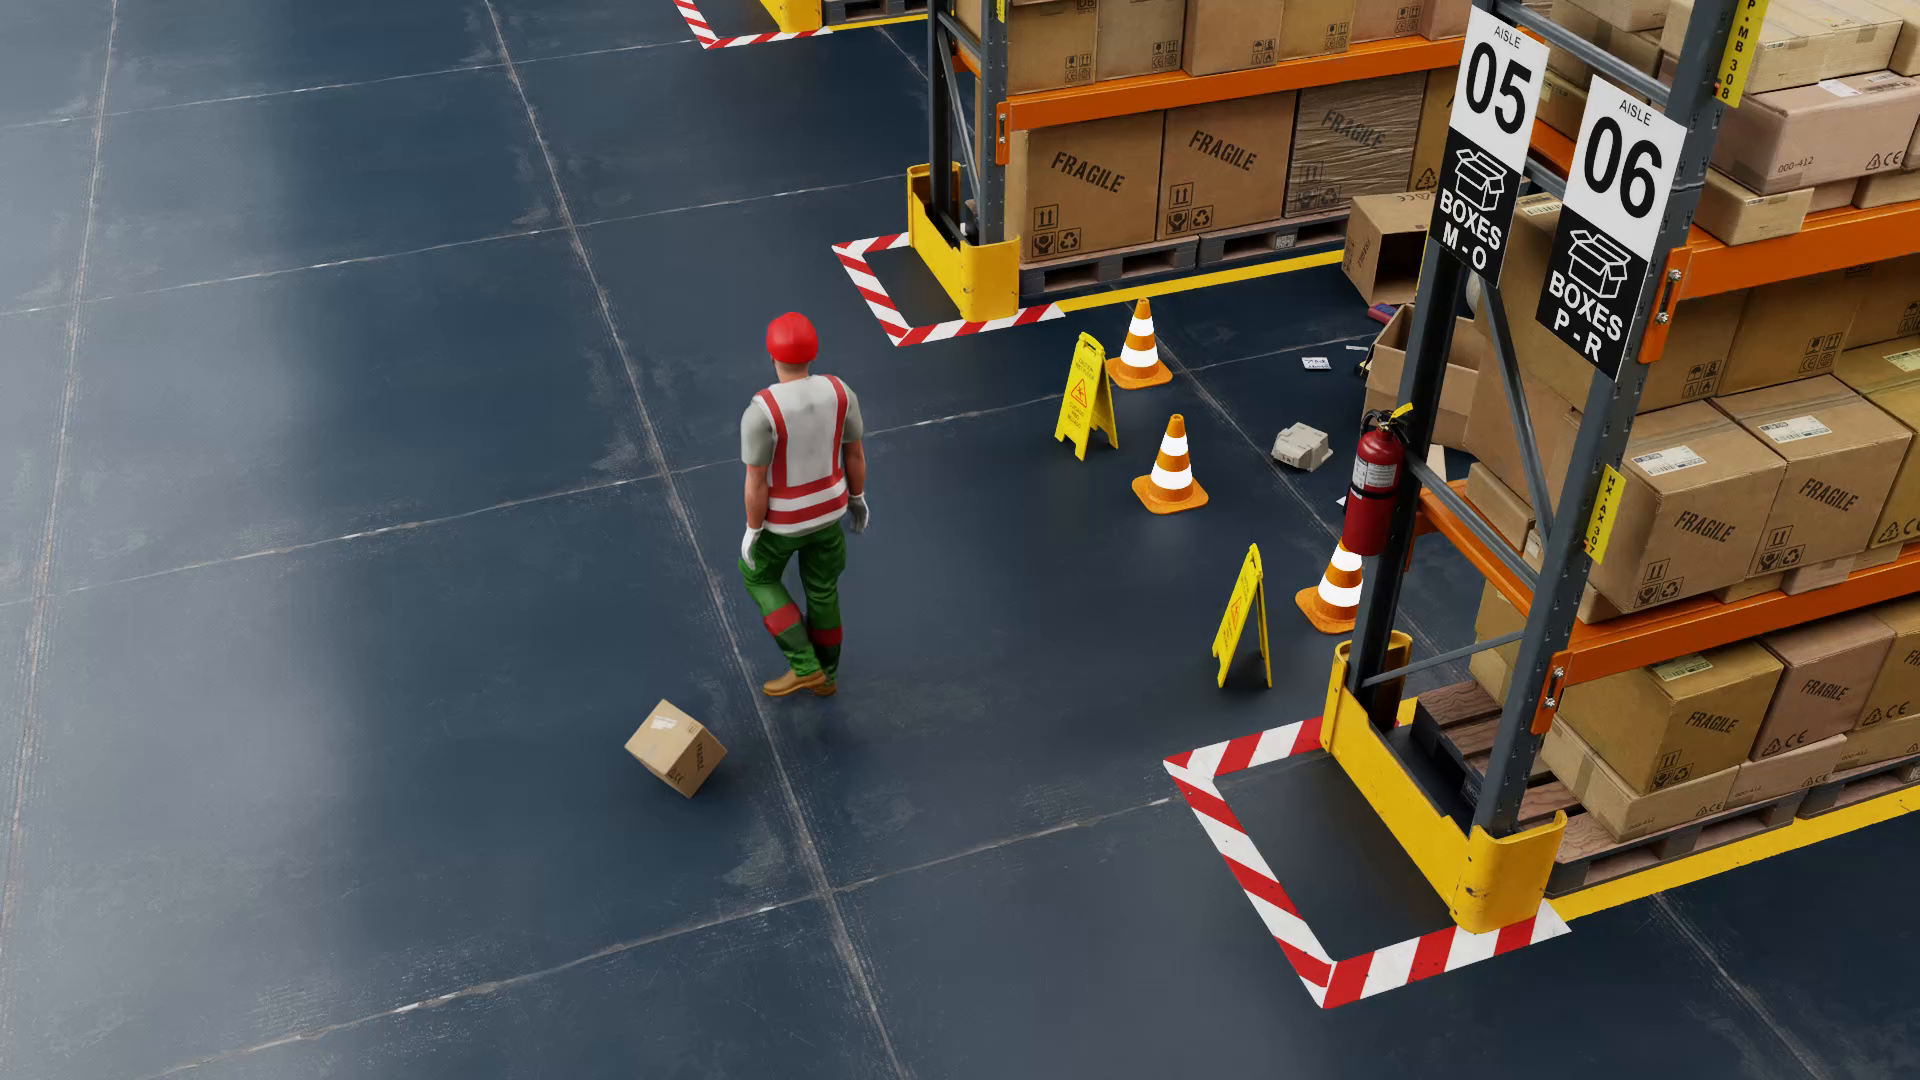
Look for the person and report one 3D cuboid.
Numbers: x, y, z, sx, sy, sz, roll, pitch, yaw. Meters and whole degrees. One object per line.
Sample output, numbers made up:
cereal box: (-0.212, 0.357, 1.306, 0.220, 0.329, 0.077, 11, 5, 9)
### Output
person: (-0.643, -0.090, 6.869, 0.596, 1.782, 0.530, -19, 41, -23)
